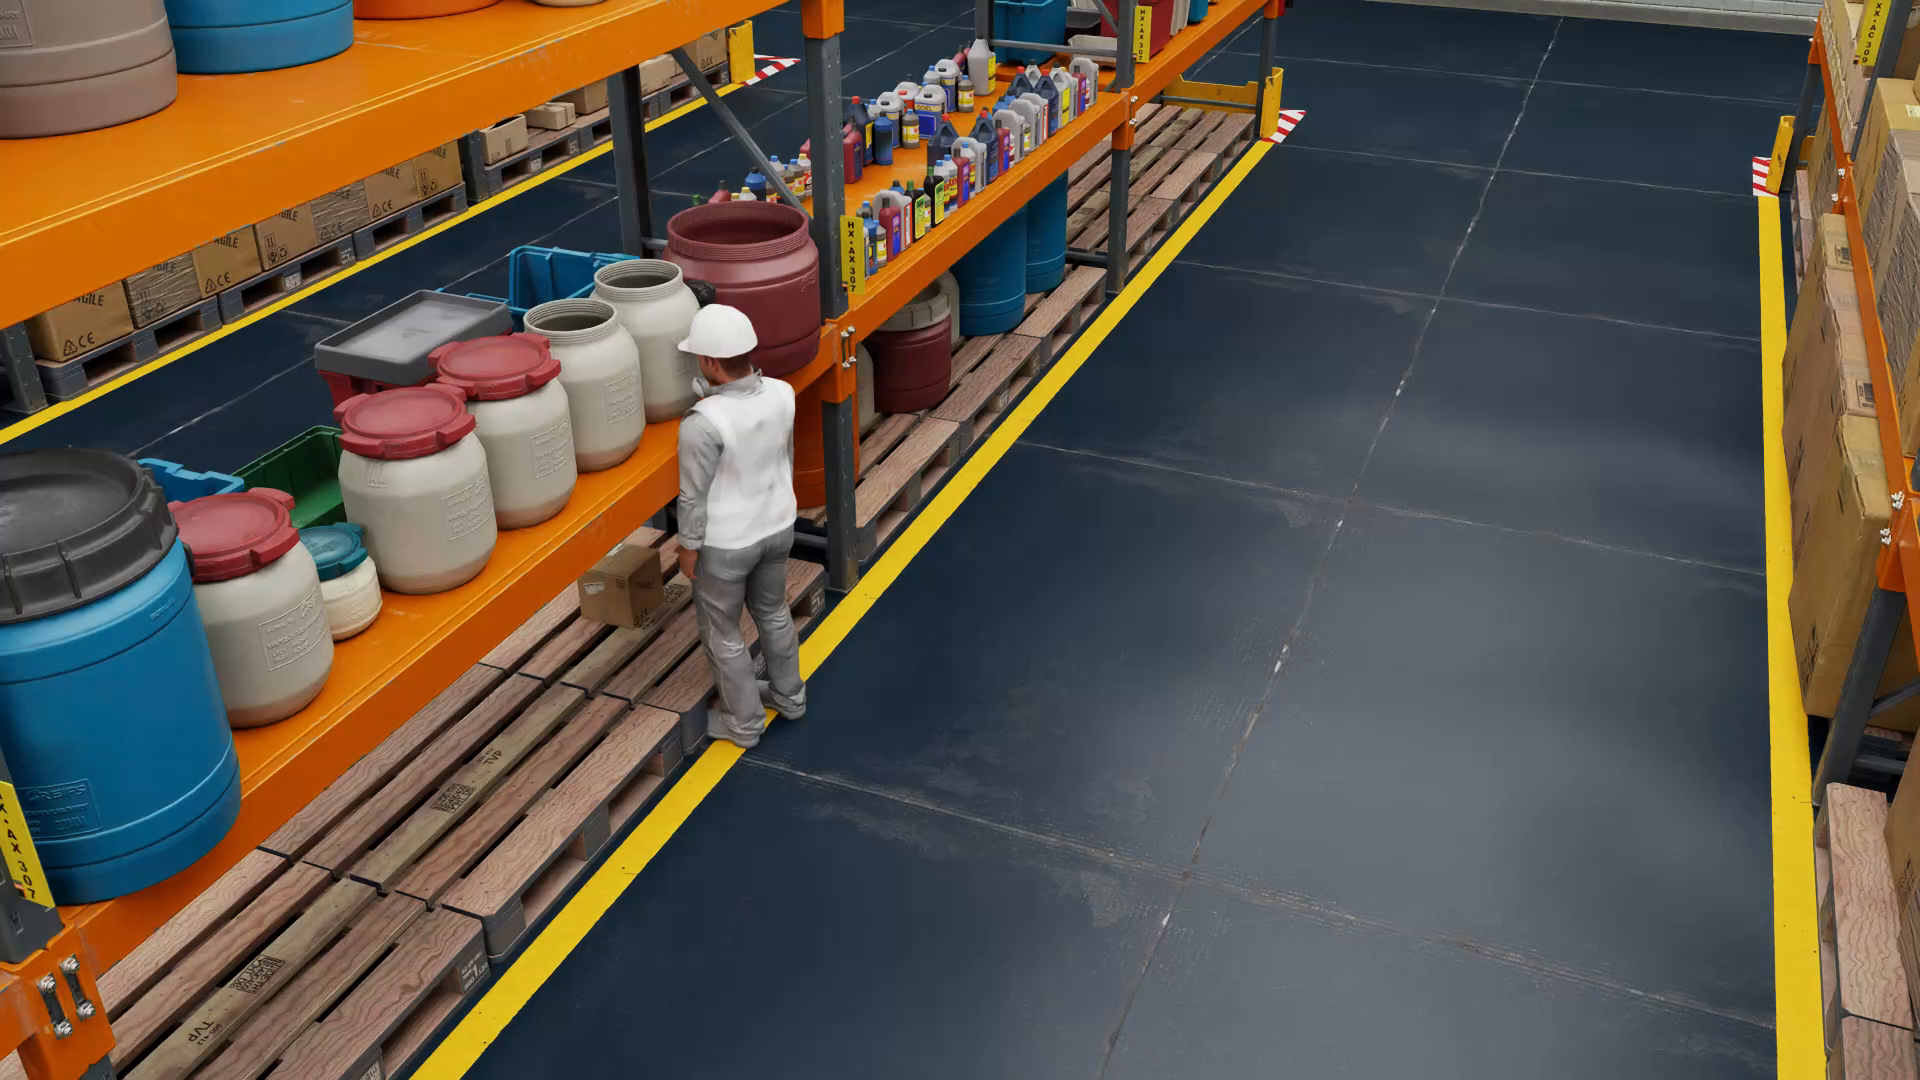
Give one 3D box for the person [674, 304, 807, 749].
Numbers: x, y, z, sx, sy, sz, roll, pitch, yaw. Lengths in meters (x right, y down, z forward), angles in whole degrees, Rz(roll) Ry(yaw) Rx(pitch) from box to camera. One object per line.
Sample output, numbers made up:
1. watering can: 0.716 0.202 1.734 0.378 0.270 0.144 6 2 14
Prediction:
1. person: -0.830 -0.041 6.183 0.358 1.766 0.533 23 37 35
